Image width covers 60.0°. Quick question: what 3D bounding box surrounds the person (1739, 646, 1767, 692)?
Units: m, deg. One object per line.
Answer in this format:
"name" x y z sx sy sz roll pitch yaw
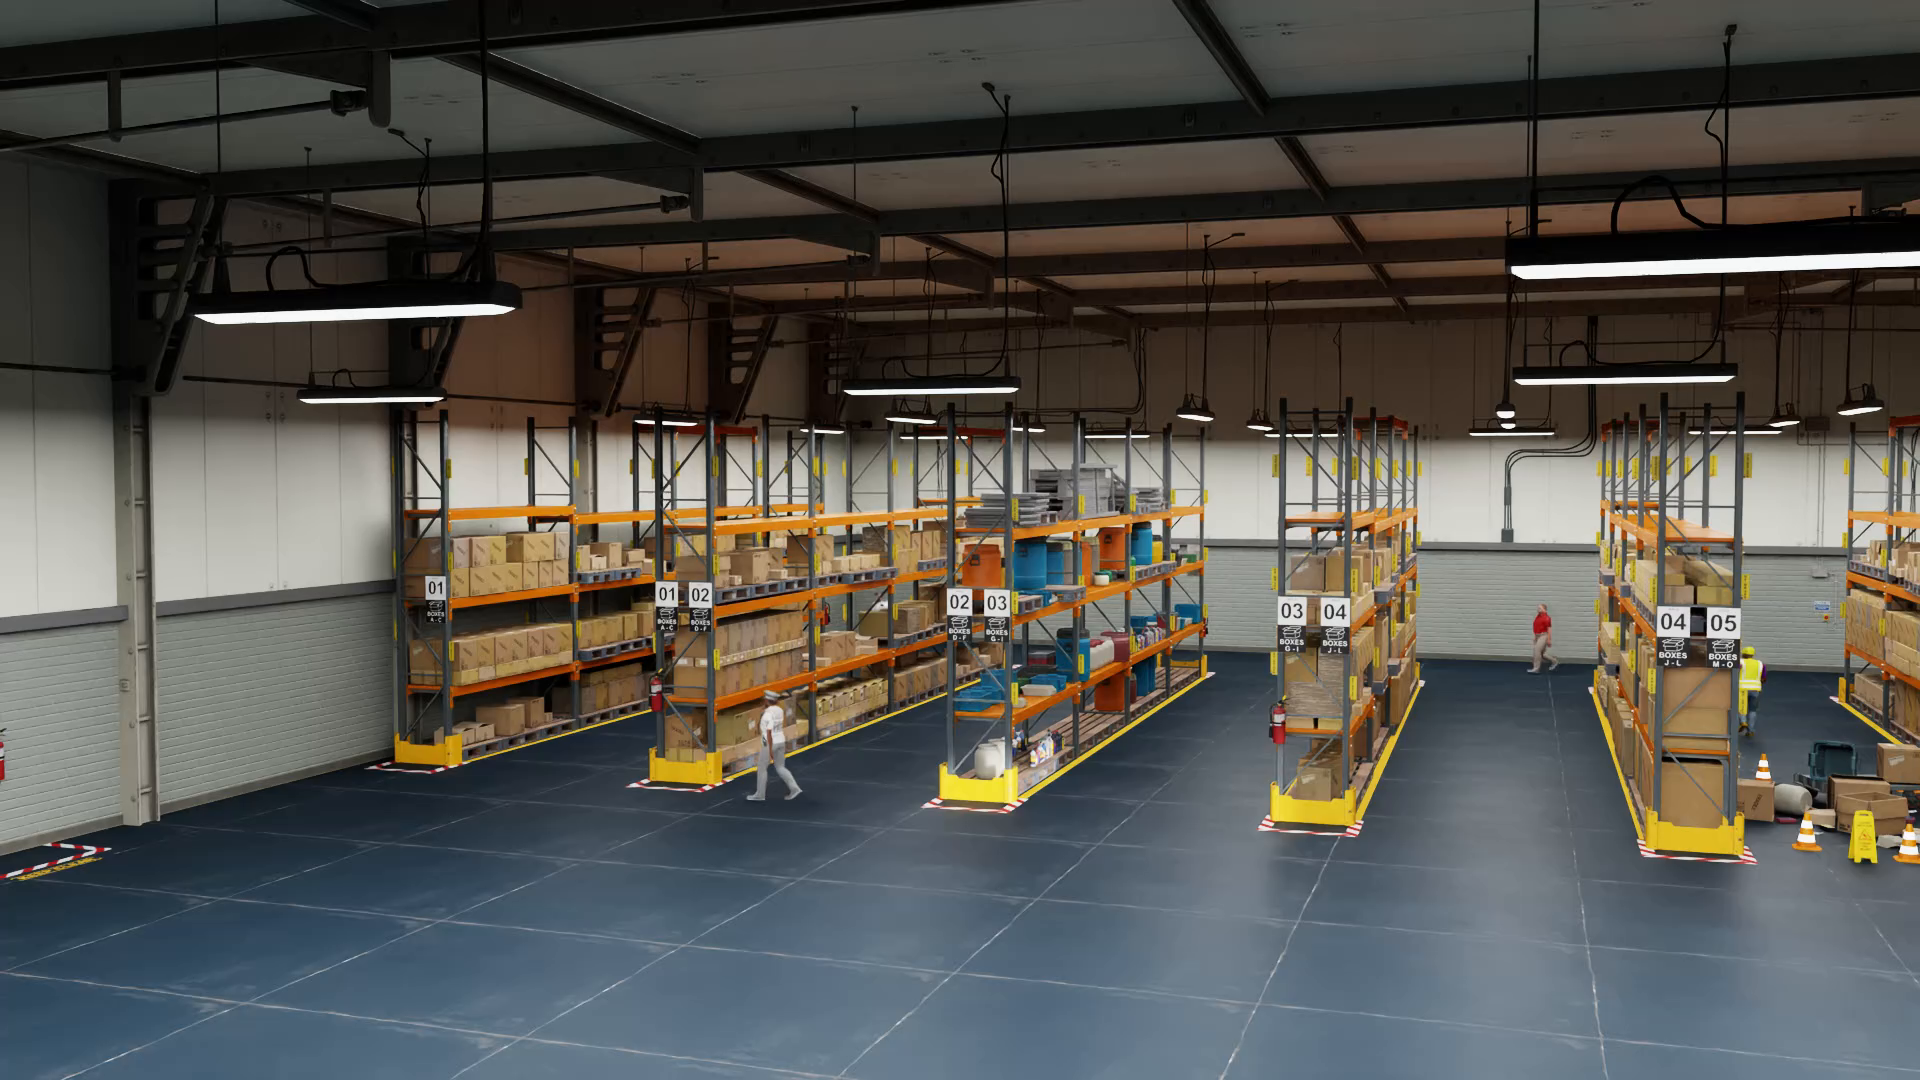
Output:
"person" 14.868 2.444 31.307 0.603 0.865 0.552 1 3 20

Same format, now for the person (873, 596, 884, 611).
"person" -2.204 2.209 45.315 0.364 1.531 0.824 0 2 10

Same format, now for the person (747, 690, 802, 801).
"person" -2.798 3.091 25.002 0.777 1.654 0.424 1 3 27

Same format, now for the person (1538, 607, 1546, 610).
"person" 14.178 1.671 40.563 0.150 0.052 0.159 0 2 -9
